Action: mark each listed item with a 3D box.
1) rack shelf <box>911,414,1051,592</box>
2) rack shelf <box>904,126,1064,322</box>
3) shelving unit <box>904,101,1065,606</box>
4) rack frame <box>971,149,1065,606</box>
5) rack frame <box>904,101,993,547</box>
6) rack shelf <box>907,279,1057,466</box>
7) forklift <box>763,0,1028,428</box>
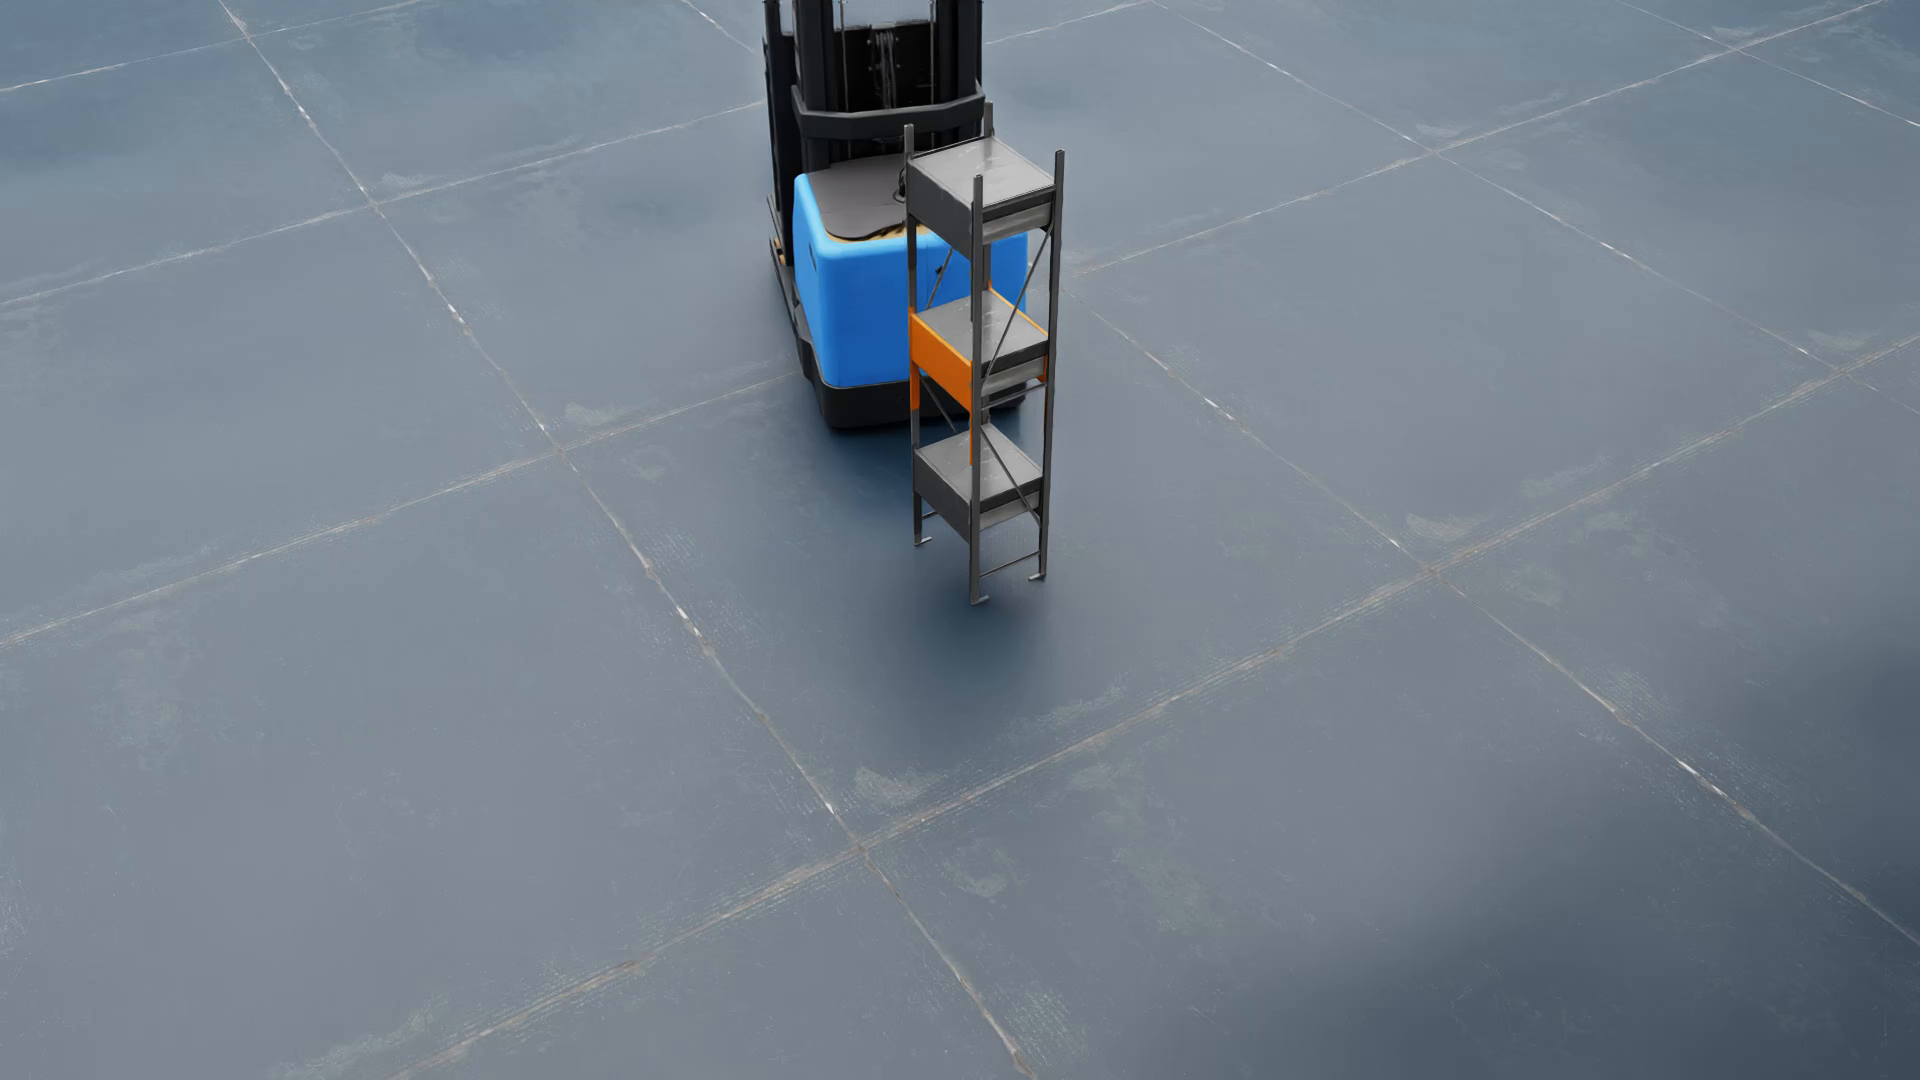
[{"bbox_3d":[0.089,-0.169,7.427,0.431,0.518,0.480,-22,45,-24],"label":"rack shelf"},{"bbox_3d":[0.089,-1.245,6.531,0.431,0.518,0.480,-22,45,-24],"label":"rack shelf"},{"bbox_3d":[0.089,-0.717,6.971,0.431,2.100,0.503,-22,45,-24],"label":"shelving unit"},{"bbox_3d":[0.220,-0.586,6.813,0.400,2.100,0.015,-22,45,-24],"label":"rack frame"},{"bbox_3d":[-0.042,-0.849,7.129,0.400,2.100,0.015,-22,45,-24],"label":"rack frame"},{"bbox_3d":[0.089,-0.707,6.979,0.431,0.518,0.480,-22,45,-24],"label":"rack shelf"},{"bbox_3d":[-0.483,-2.635,8.622,1.130,2.935,3.031,-8,41,-10],"label":"forklift"}]
